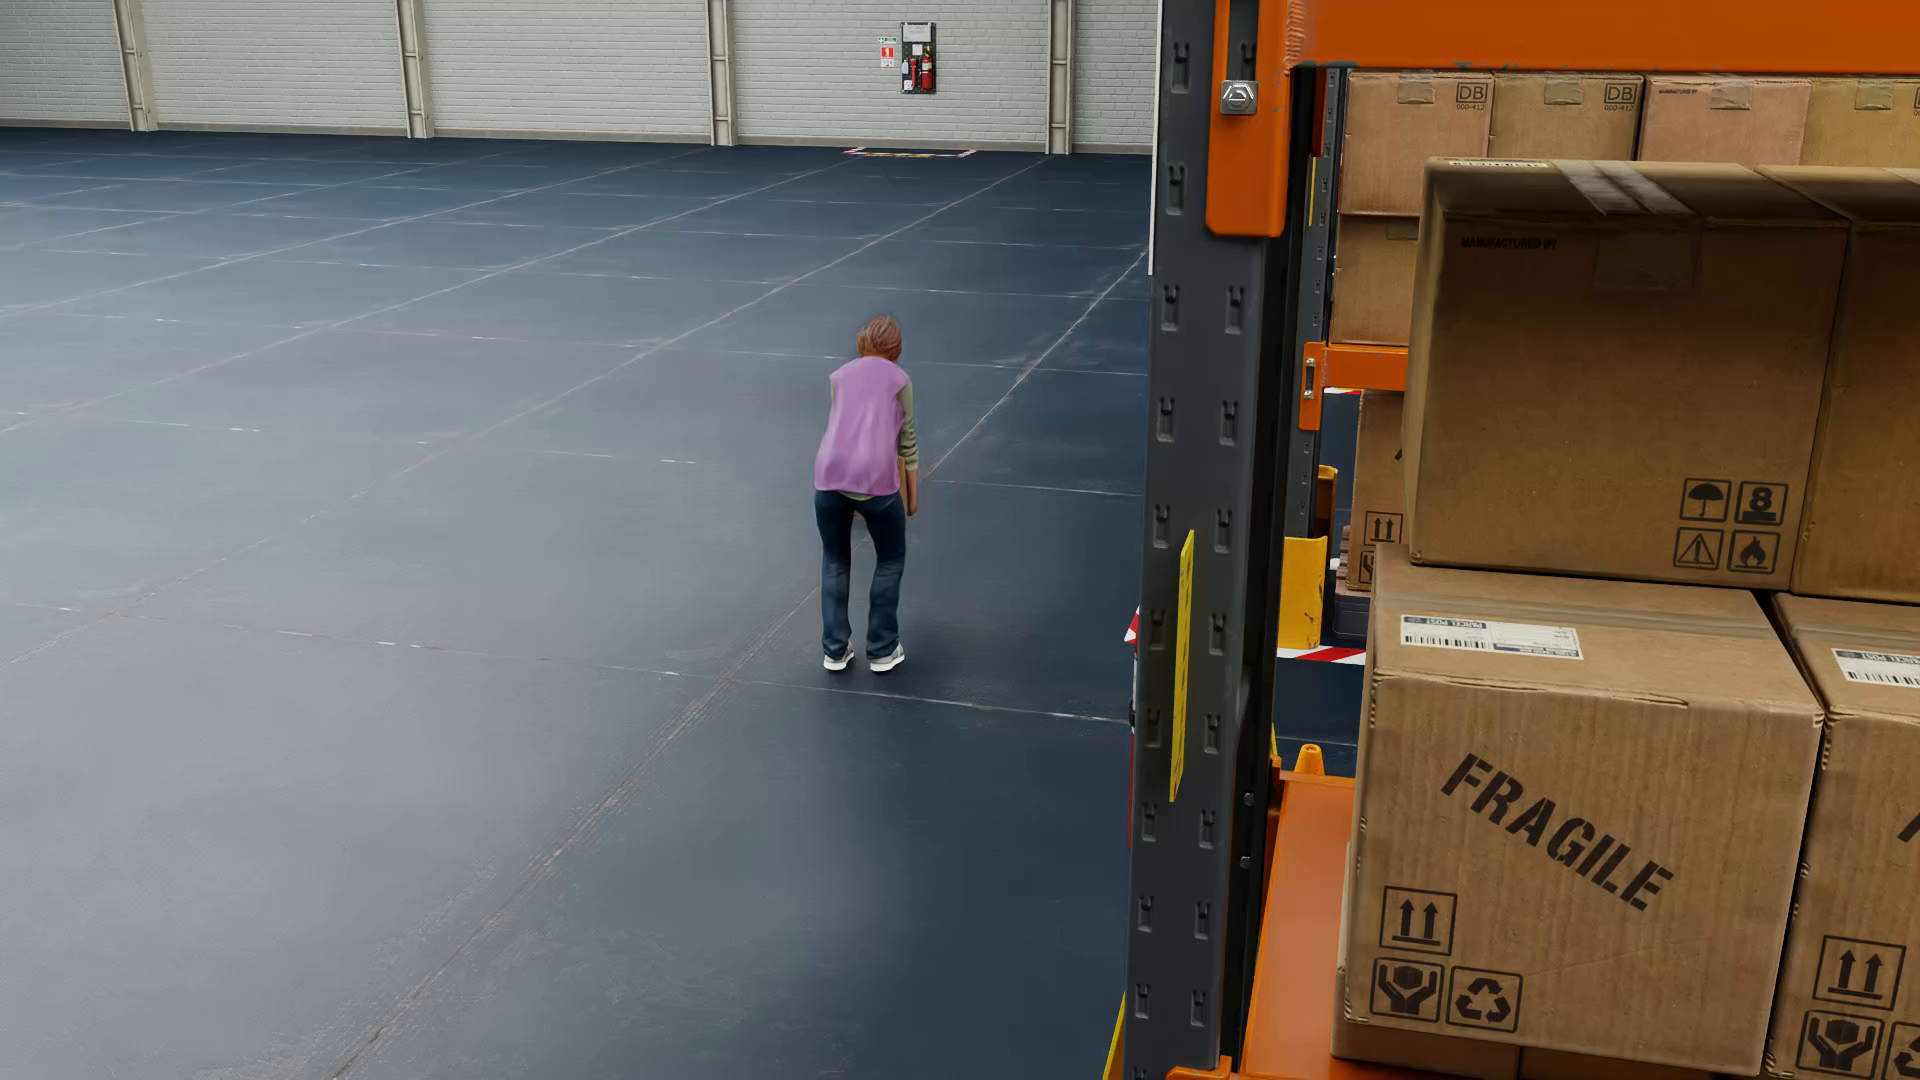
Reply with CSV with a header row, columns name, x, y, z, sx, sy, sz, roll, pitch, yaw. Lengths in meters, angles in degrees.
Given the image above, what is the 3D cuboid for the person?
name,x,y,z,sx,sy,sz,roll,pitch,yaw
person,-0.394,-0.128,6.845,0.371,1.211,0.498,4,19,12
